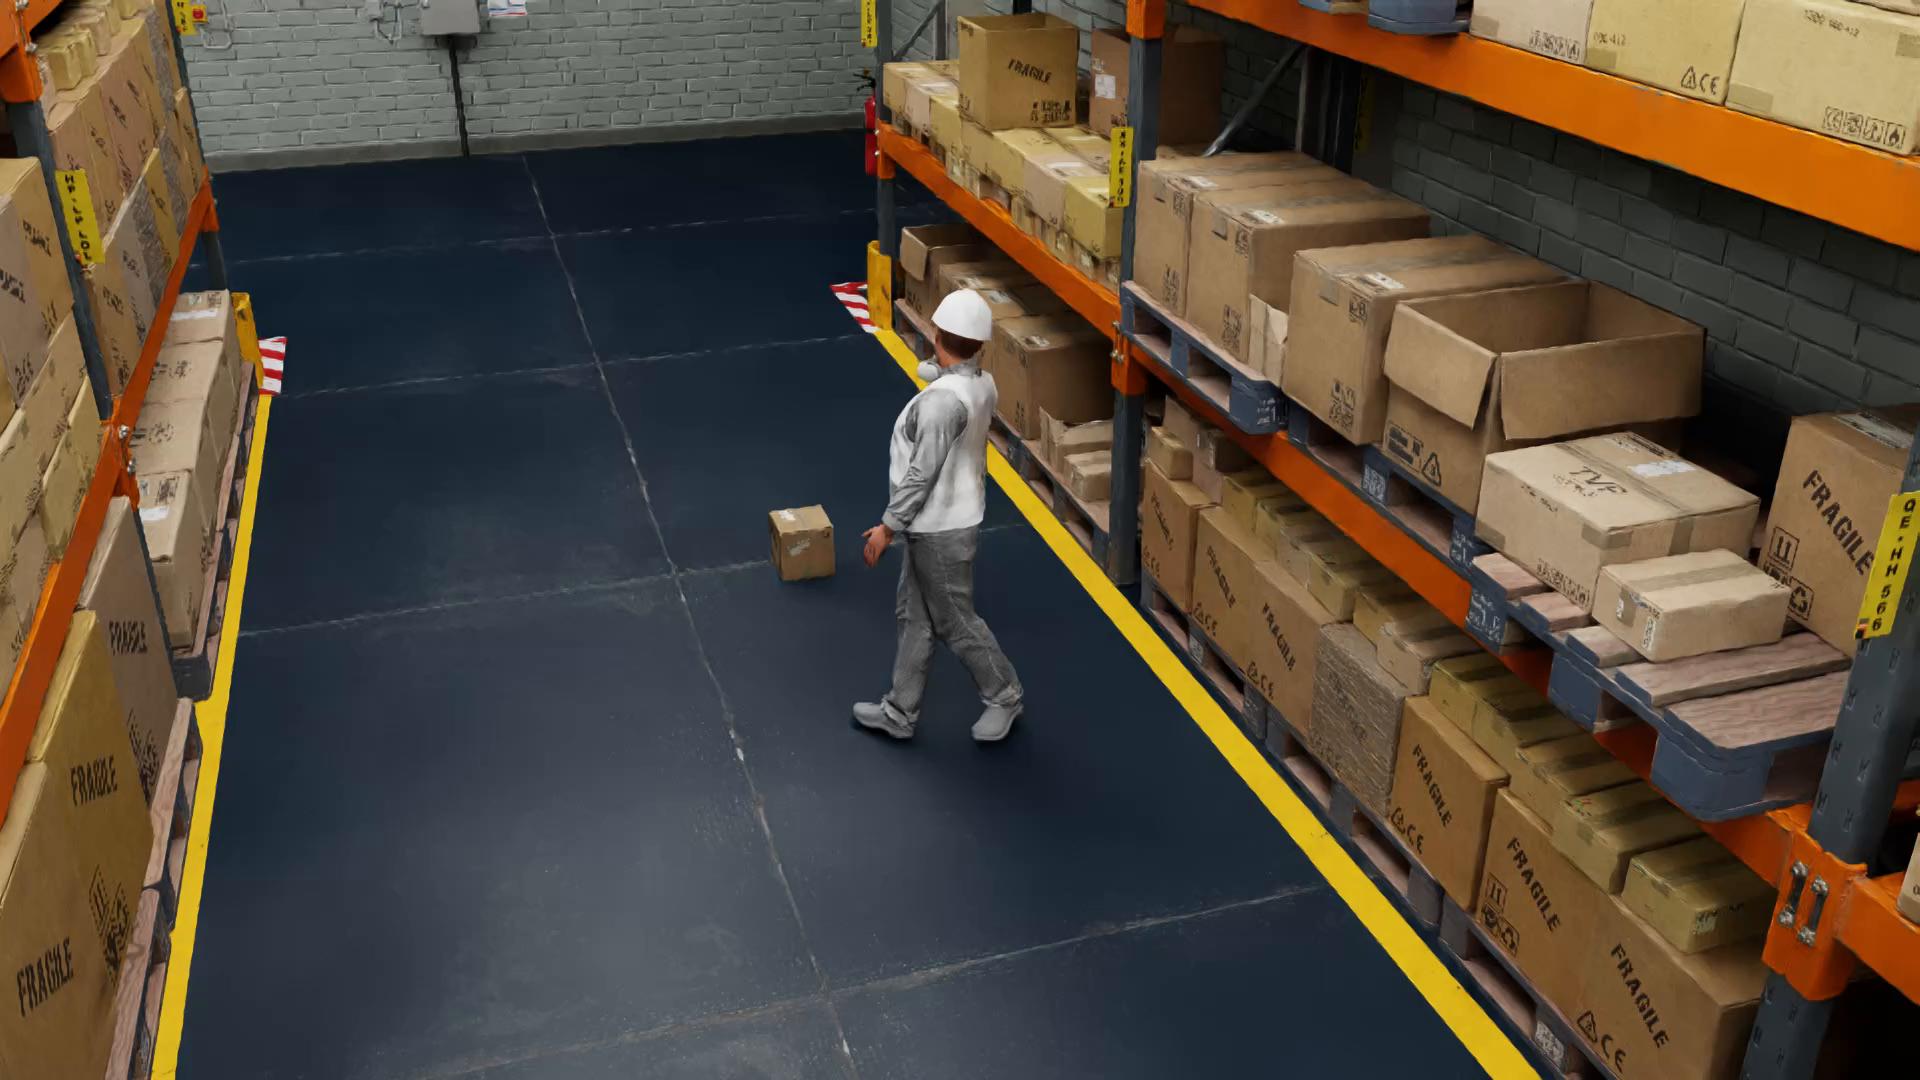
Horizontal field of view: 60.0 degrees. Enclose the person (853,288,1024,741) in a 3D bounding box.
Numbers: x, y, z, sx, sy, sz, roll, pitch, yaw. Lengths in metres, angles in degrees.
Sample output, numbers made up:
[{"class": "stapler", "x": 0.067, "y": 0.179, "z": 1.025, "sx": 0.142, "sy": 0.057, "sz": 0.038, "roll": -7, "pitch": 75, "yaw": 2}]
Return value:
[{"class": "person", "x": -0.086, "y": -0.077, "z": 6.282, "sx": 0.681, "sy": 1.732, "sz": 0.573, "roll": 1, "pitch": 26, "yaw": 3}]
